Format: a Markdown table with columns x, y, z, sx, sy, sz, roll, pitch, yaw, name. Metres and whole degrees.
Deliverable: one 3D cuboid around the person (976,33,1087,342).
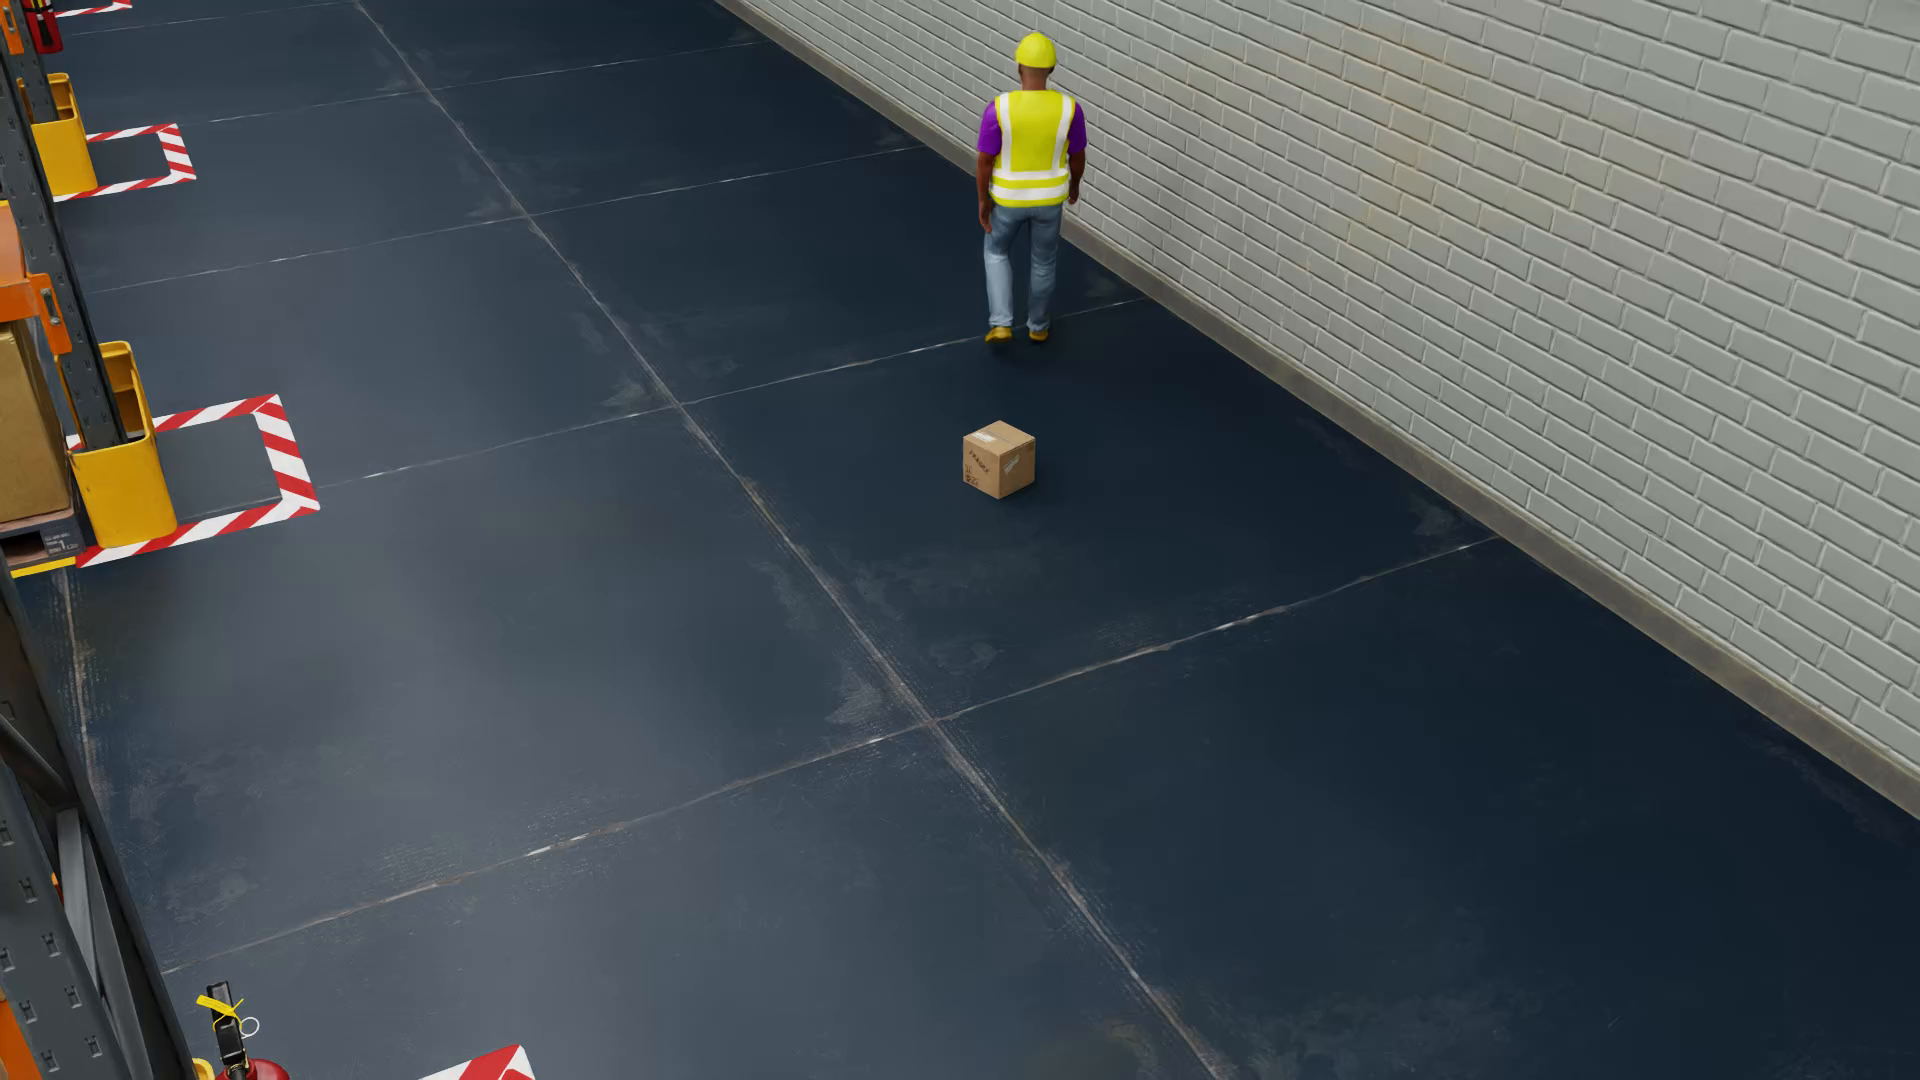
| x | y | z | sx | sy | sz | roll | pitch | yaw | name |
| --- | --- | --- | --- | --- | --- | --- | --- | --- | --- |
| 0.371 | -1.883 | 9.005 | 0.592 | 1.767 | 0.544 | -2 | 33 | -3 | person |
